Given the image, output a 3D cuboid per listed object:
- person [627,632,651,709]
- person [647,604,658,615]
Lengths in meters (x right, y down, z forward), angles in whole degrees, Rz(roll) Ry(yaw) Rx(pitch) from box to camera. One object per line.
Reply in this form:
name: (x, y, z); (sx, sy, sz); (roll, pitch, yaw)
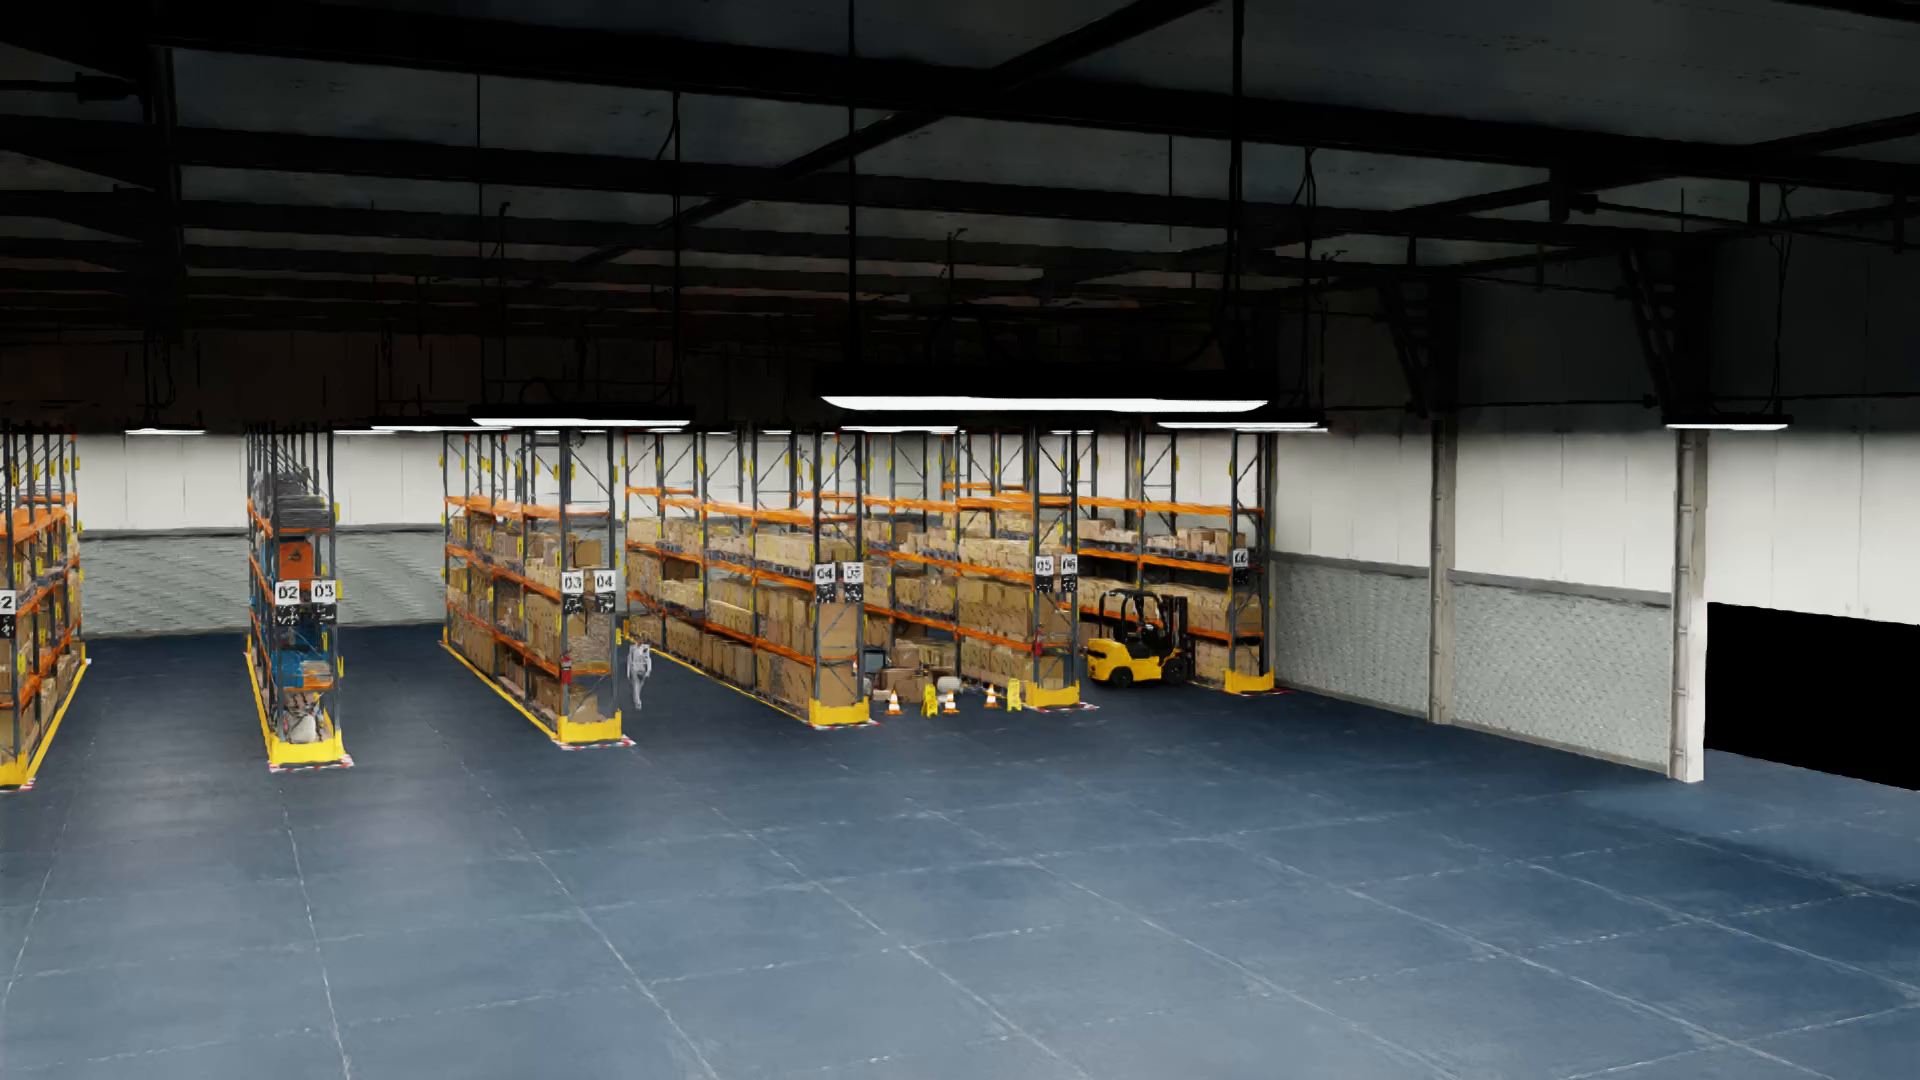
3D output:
person: (-6.740, 2.721, 34.990); (0.488, 1.590, 1.089); (-2, 4, -27)
person: (-9.257, 1.761, 50.287); (0.512, 1.653, 0.537); (1, 4, 12)
